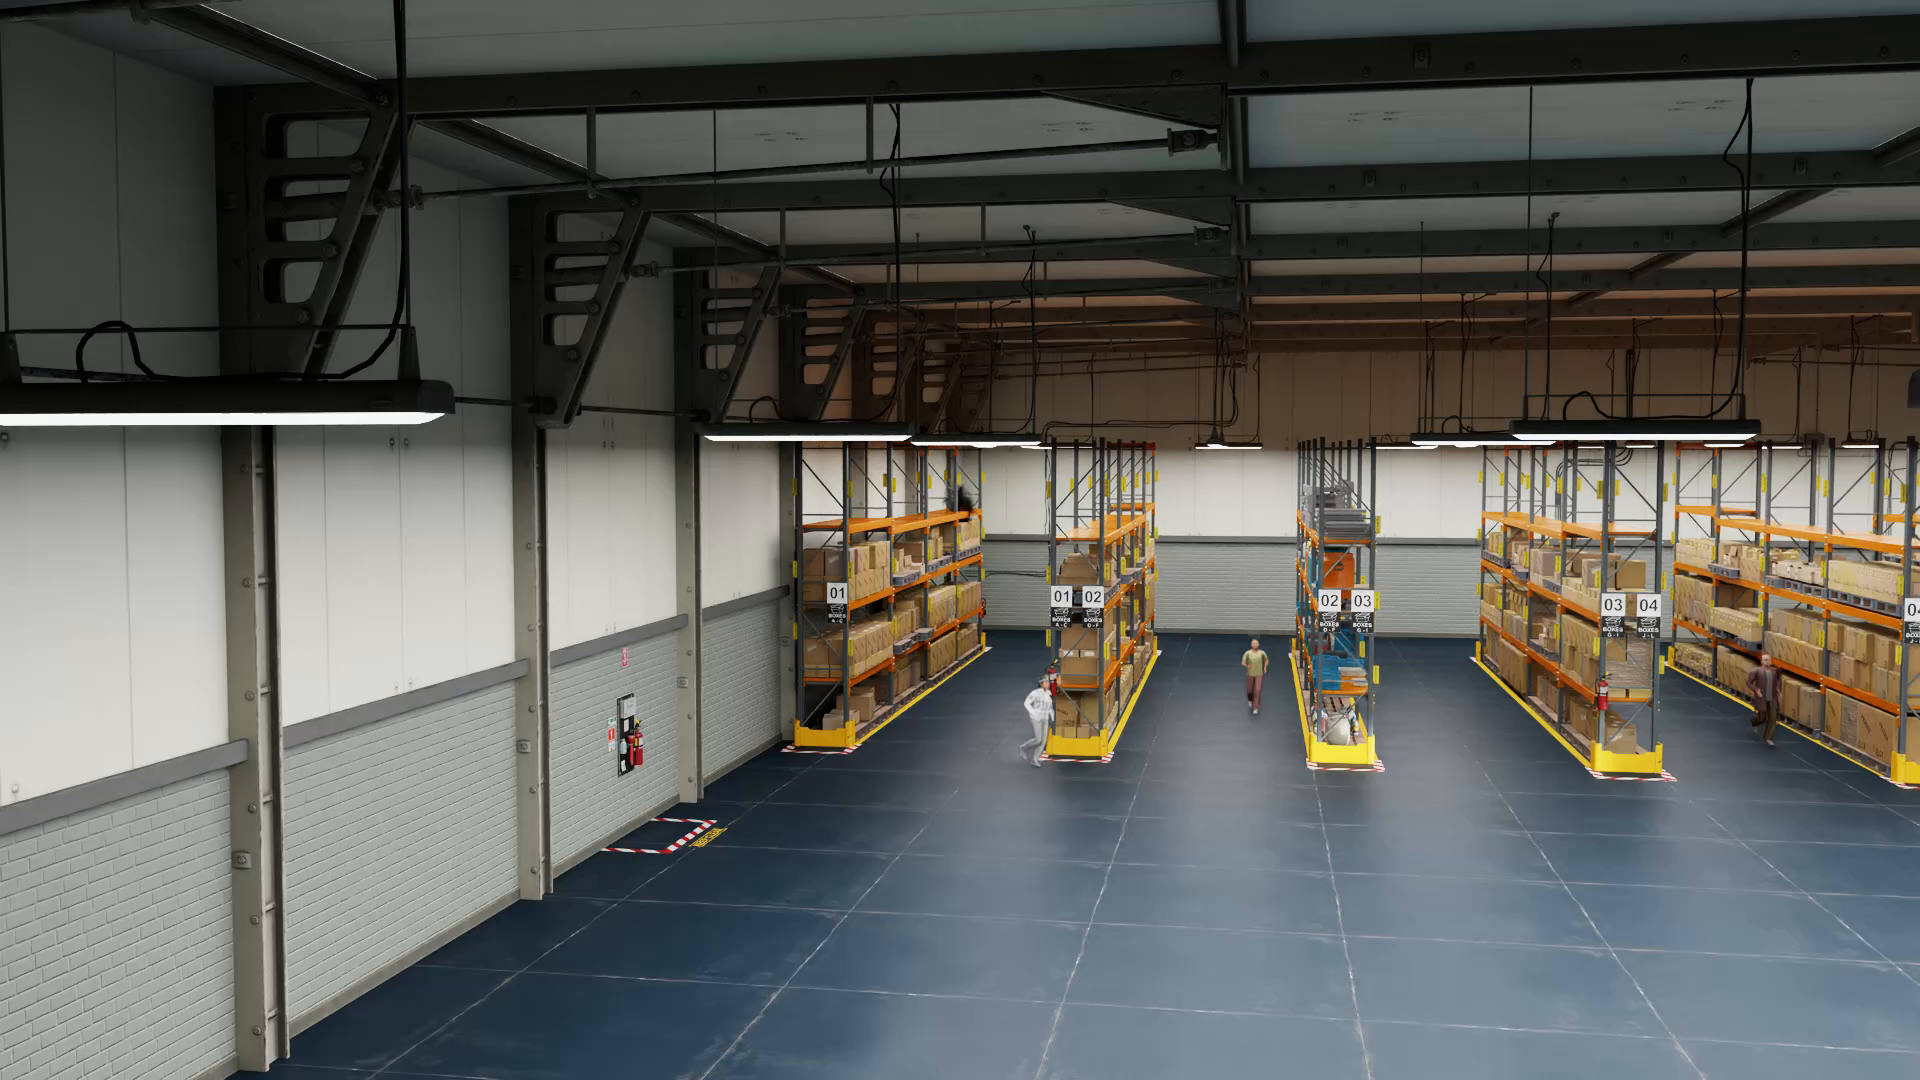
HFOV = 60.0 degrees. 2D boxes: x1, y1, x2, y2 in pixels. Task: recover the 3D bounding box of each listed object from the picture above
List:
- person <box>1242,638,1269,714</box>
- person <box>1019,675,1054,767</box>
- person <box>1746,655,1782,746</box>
[{"bbox_3d":[6.478,2.972,36.482,0.589,1.634,0.806,1,3,9],"label":"person"},{"bbox_3d":[1.456,3.290,30.547,0.654,1.656,0.537,-3,4,-40],"label":"person"},{"bbox_3d":[15.818,3.123,32.653,0.709,1.752,0.869,0,3,4],"label":"person"}]
